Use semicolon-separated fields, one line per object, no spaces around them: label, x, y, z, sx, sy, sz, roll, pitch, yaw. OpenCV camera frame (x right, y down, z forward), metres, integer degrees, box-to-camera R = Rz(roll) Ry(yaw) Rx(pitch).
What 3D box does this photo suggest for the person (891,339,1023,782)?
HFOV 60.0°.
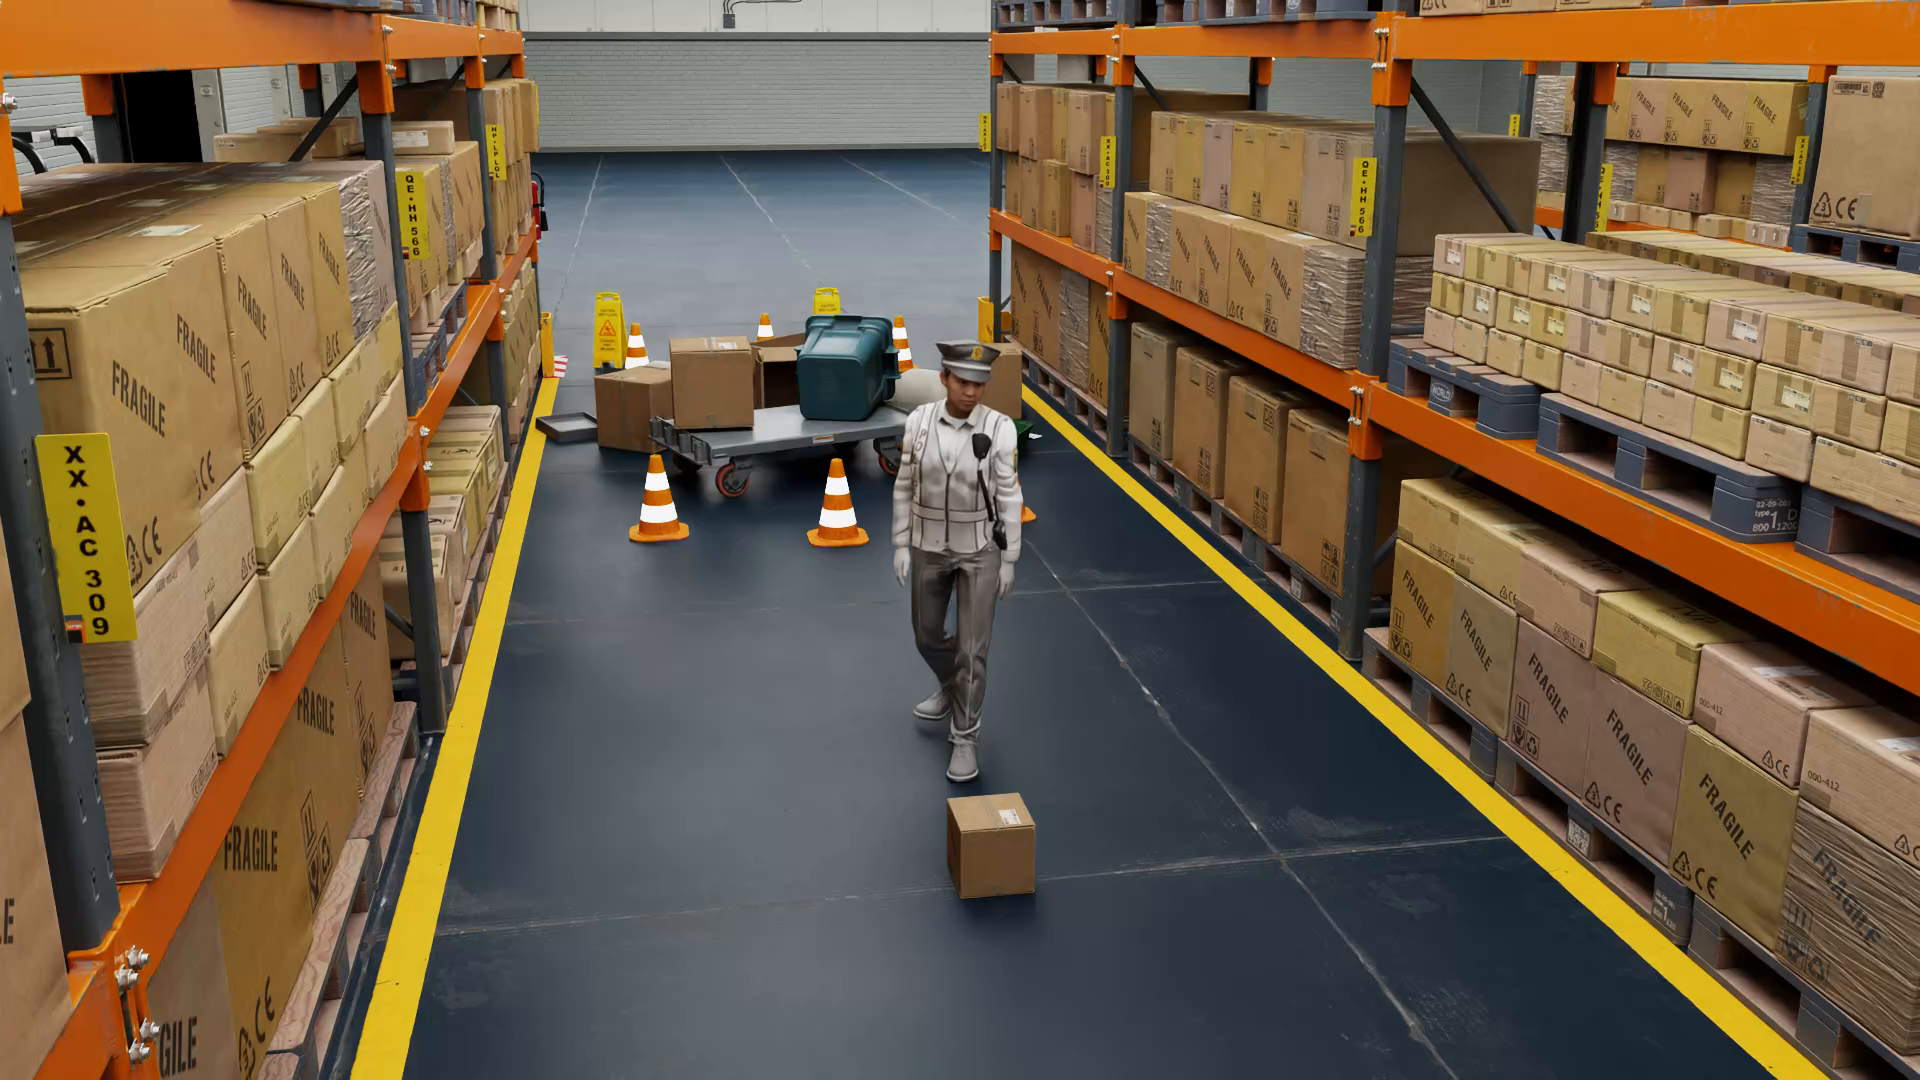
person;0.001;0.034;6.392;0.501;1.665;0.653;5;17;16
